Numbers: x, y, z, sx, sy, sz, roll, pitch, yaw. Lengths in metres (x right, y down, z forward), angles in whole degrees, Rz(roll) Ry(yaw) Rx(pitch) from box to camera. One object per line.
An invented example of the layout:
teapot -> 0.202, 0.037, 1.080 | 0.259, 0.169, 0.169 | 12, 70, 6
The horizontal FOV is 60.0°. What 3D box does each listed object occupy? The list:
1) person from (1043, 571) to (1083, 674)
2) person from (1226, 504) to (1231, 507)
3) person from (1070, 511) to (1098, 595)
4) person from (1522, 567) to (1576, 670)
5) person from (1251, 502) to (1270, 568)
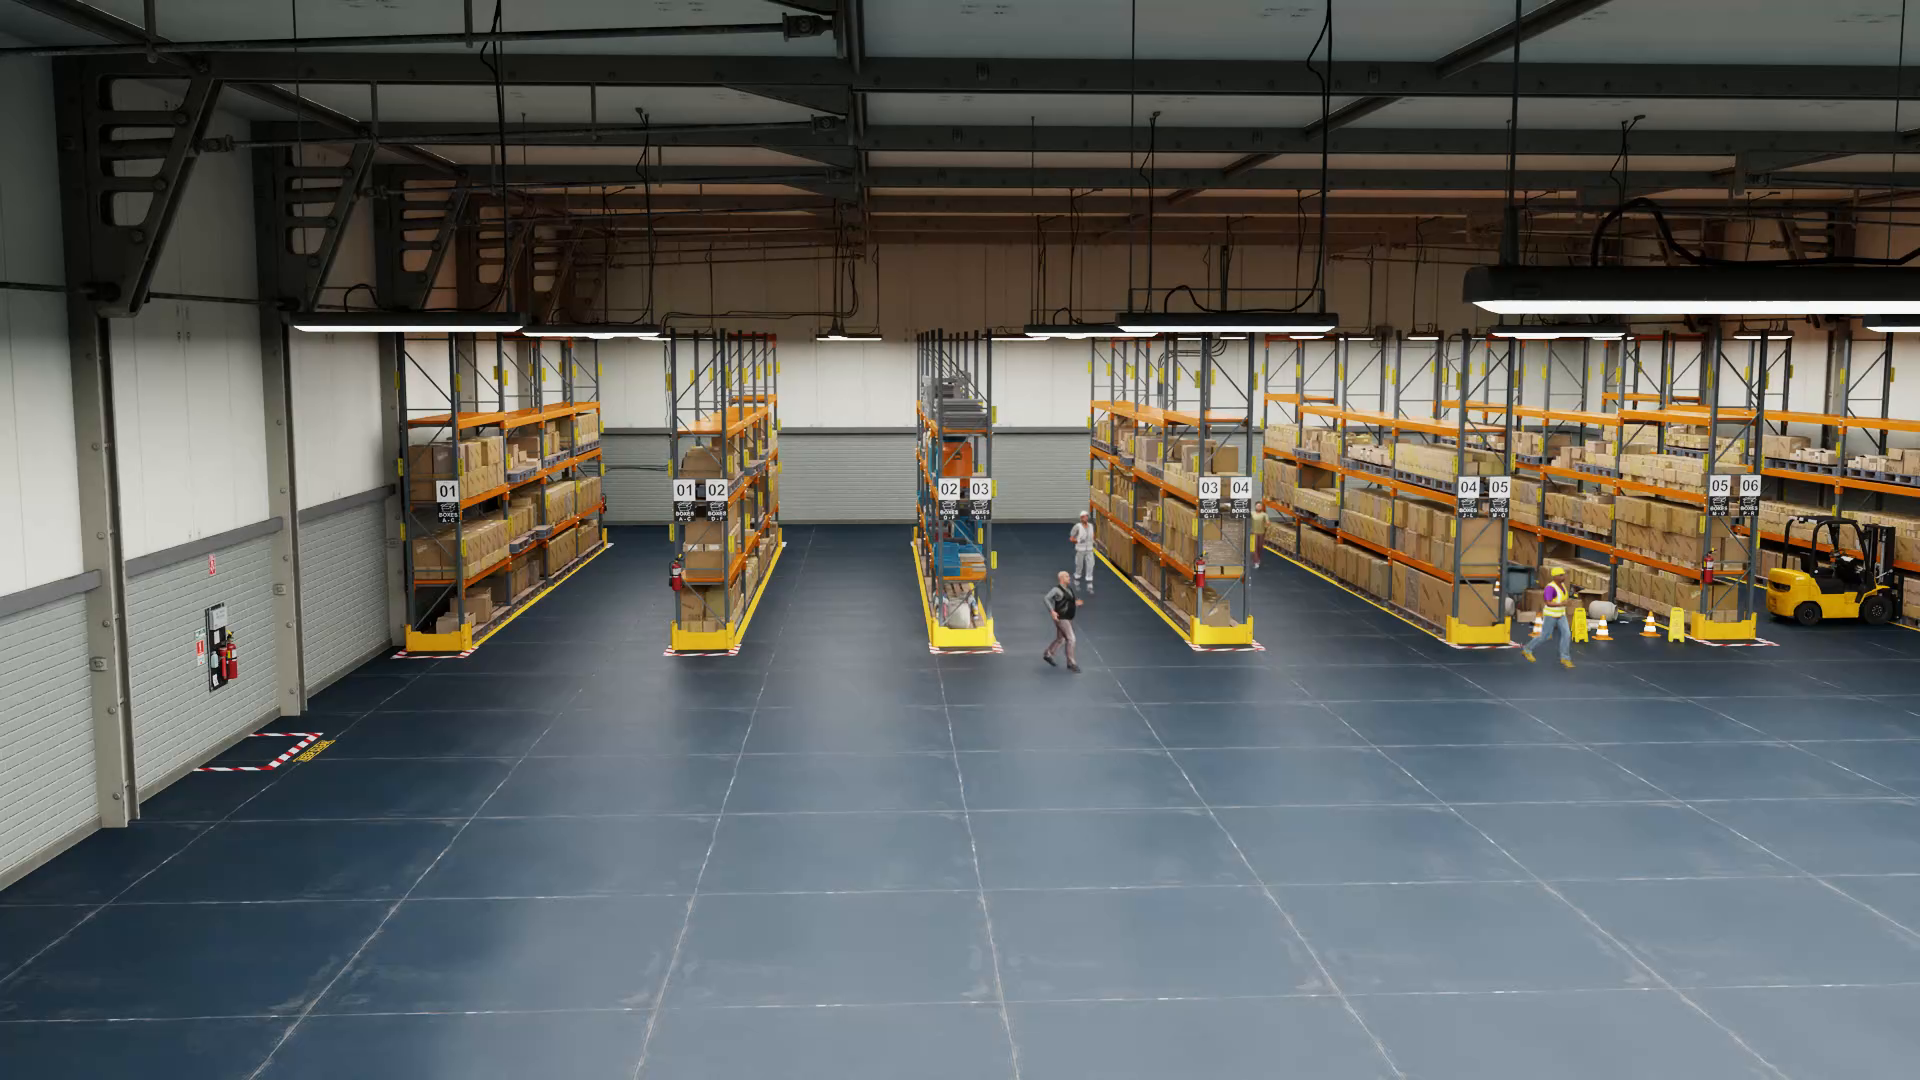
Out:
person -> 1.808, 1.424, 29.154 | 0.823, 1.758, 0.636 | 3, 8, 27
person -> 7.475, -0.557, 46.000 | 0.688, 1.814, 0.636 | 0, 7, 1
person -> 2.709, 0.270, 36.166 | 0.656, 1.819, 0.912 | -2, 7, -16
person -> 10.518, 1.370, 29.550 | 0.710, 1.808, 0.938 | -6, 9, -40
person -> 7.637, -0.156, 42.611 | 0.577, 1.663, 0.947 | 0, 7, 2
